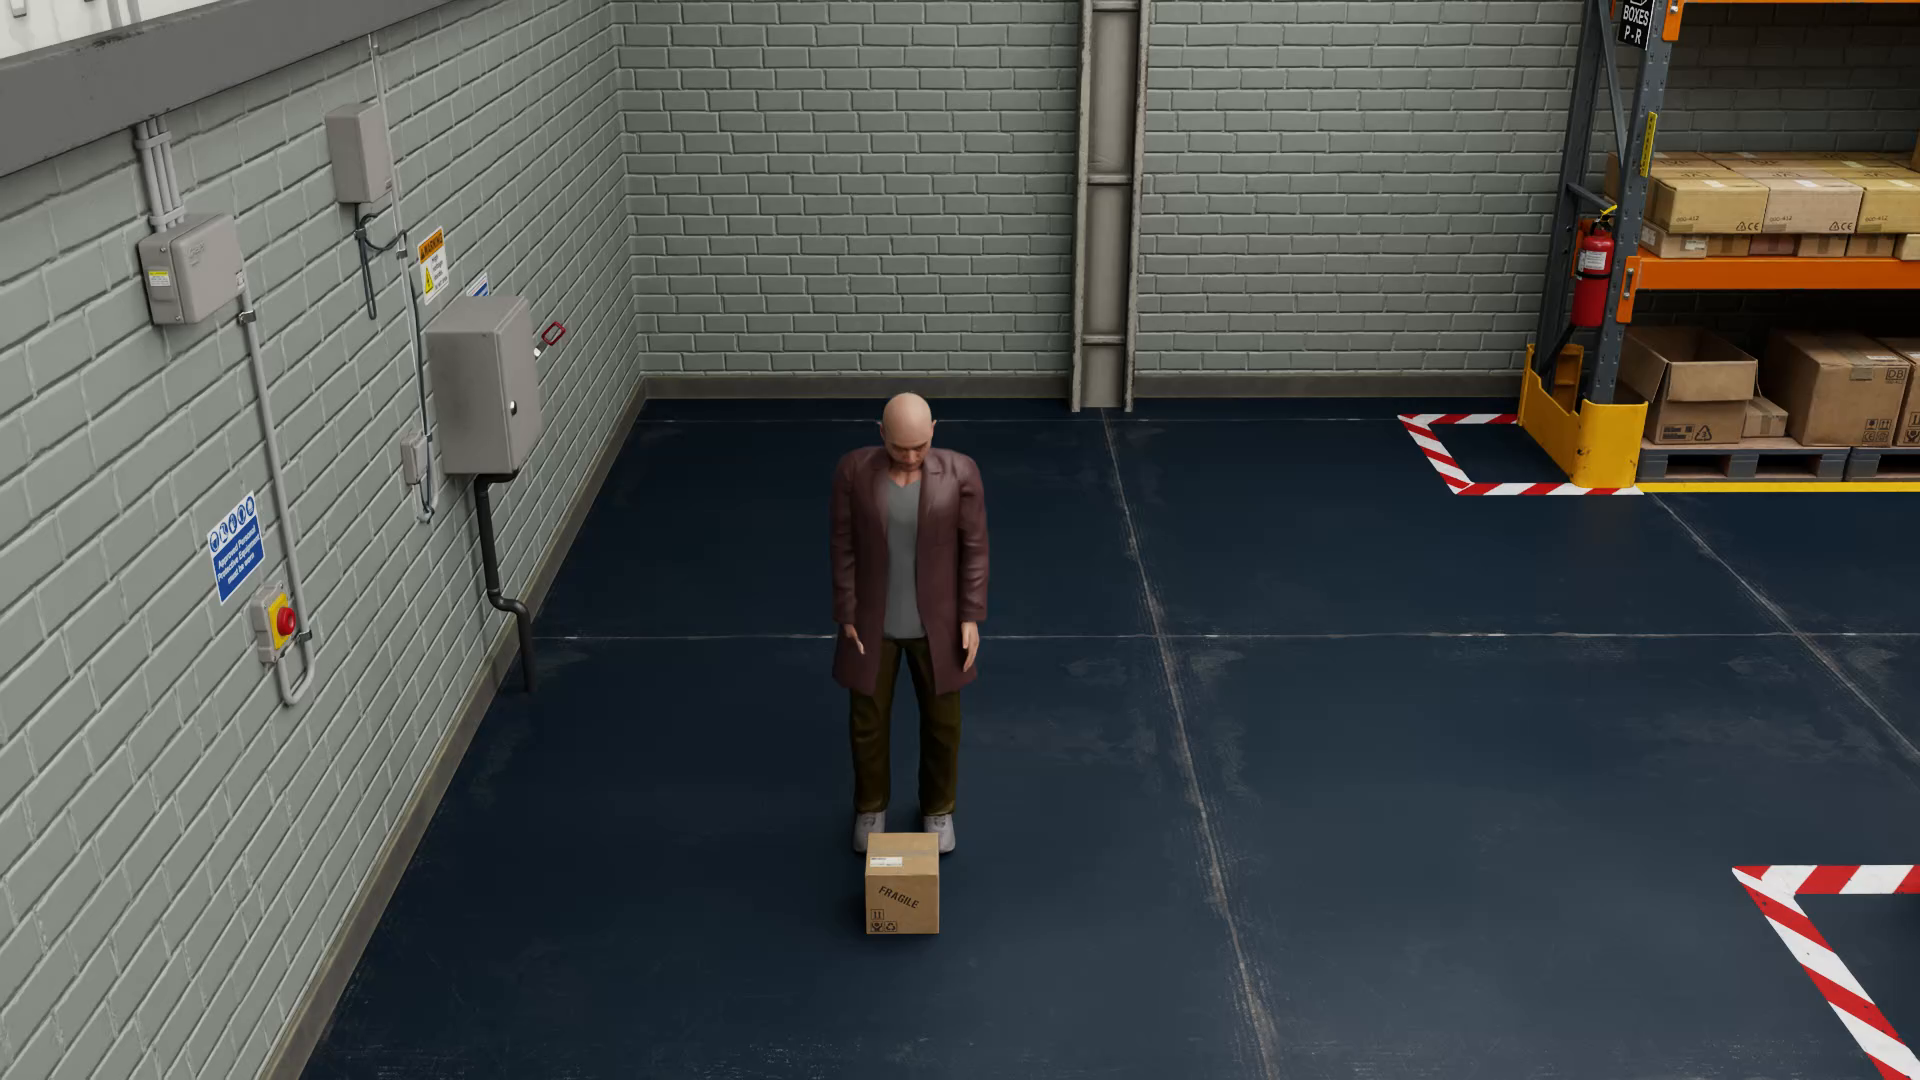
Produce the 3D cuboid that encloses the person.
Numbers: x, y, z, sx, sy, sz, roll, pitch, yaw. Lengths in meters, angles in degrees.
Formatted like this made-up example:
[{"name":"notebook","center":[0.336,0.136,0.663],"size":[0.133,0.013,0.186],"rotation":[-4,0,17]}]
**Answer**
[{"name":"person","center":[-0.181,0.306,5.964],"size":[0.572,1.757,0.380],"rotation":[0,24,1]}]
